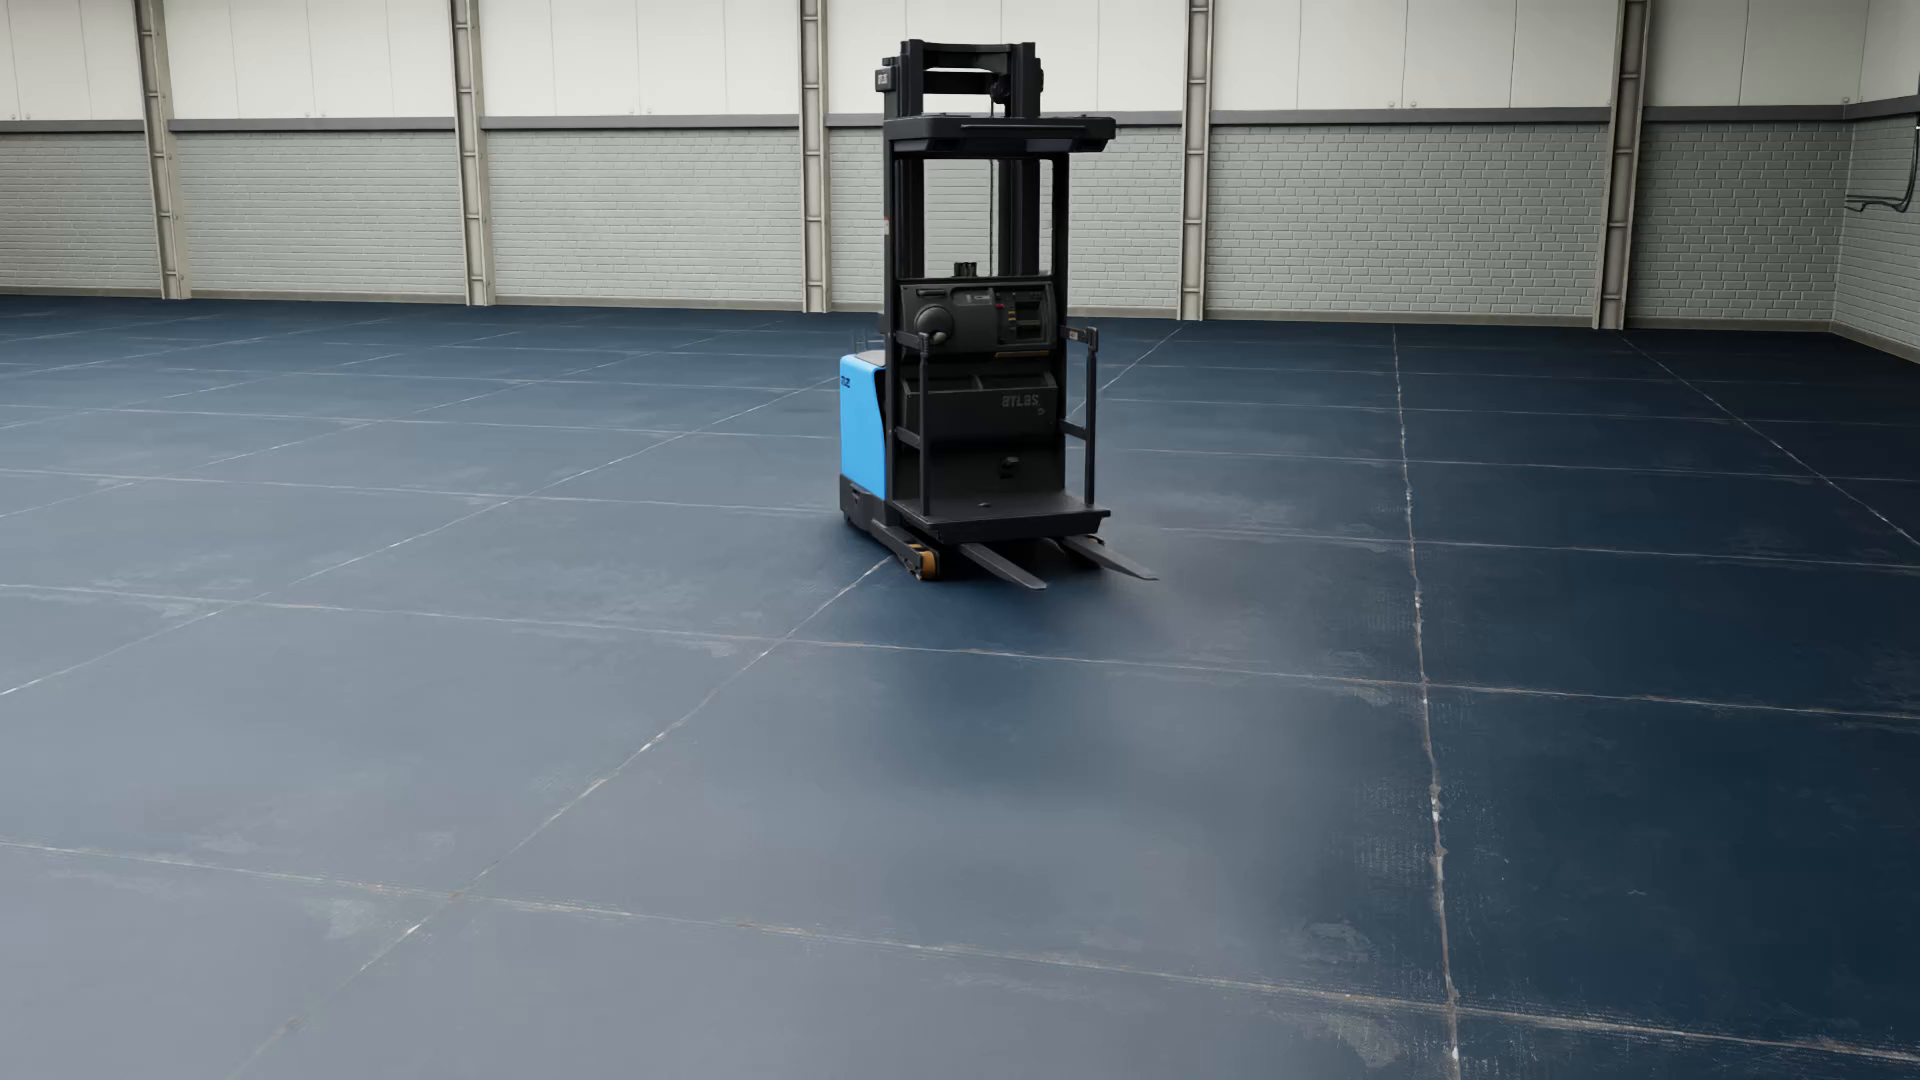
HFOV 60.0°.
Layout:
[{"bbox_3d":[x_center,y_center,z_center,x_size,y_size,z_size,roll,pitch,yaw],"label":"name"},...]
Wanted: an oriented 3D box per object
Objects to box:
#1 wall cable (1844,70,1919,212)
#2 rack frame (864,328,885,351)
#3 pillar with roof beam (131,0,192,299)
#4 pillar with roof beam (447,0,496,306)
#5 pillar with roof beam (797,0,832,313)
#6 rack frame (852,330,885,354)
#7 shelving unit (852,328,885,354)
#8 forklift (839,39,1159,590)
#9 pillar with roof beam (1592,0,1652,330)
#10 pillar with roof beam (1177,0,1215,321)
[{"bbox_3d":[11.896,-5.504,21.437,0.112,2.526,3.097,3,13,14],"label":"wall cable"},{"bbox_3d":[-0.484,-0.802,10.984,0.240,1.200,0.006,-7,6,-27],"label":"rack frame"},{"bbox_3d":[-14.980,-7.792,24.576,0.400,9.000,9.100,3,13,14],"label":"pillar with roof beam"},{"bbox_3d":[-9.154,-7.480,23.173,0.400,9.000,9.100,3,13,14],"label":"pillar with roof beam"},{"bbox_3d":[-3.329,-7.169,21.769,0.400,9.000,9.100,3,13,14],"label":"pillar with roof beam"},{"bbox_3d":[-0.569,-0.812,11.146,0.240,1.200,0.006,-7,6,-27],"label":"rack frame"},{"bbox_3d":[-0.526,-0.807,11.065,0.258,1.200,0.189,-7,6,-27],"label":"shelving unit"},{"bbox_3d":[0.184,-1.306,9.354,1.130,2.935,3.031,-4,13,-19],"label":"forklift"},{"bbox_3d":[8.321,-6.546,18.962,0.400,9.000,9.100,3,13,14],"label":"pillar with roof beam"},{"bbox_3d":[2.496,-6.857,20.366,0.400,9.000,9.100,3,13,14],"label":"pillar with roof beam"}]
